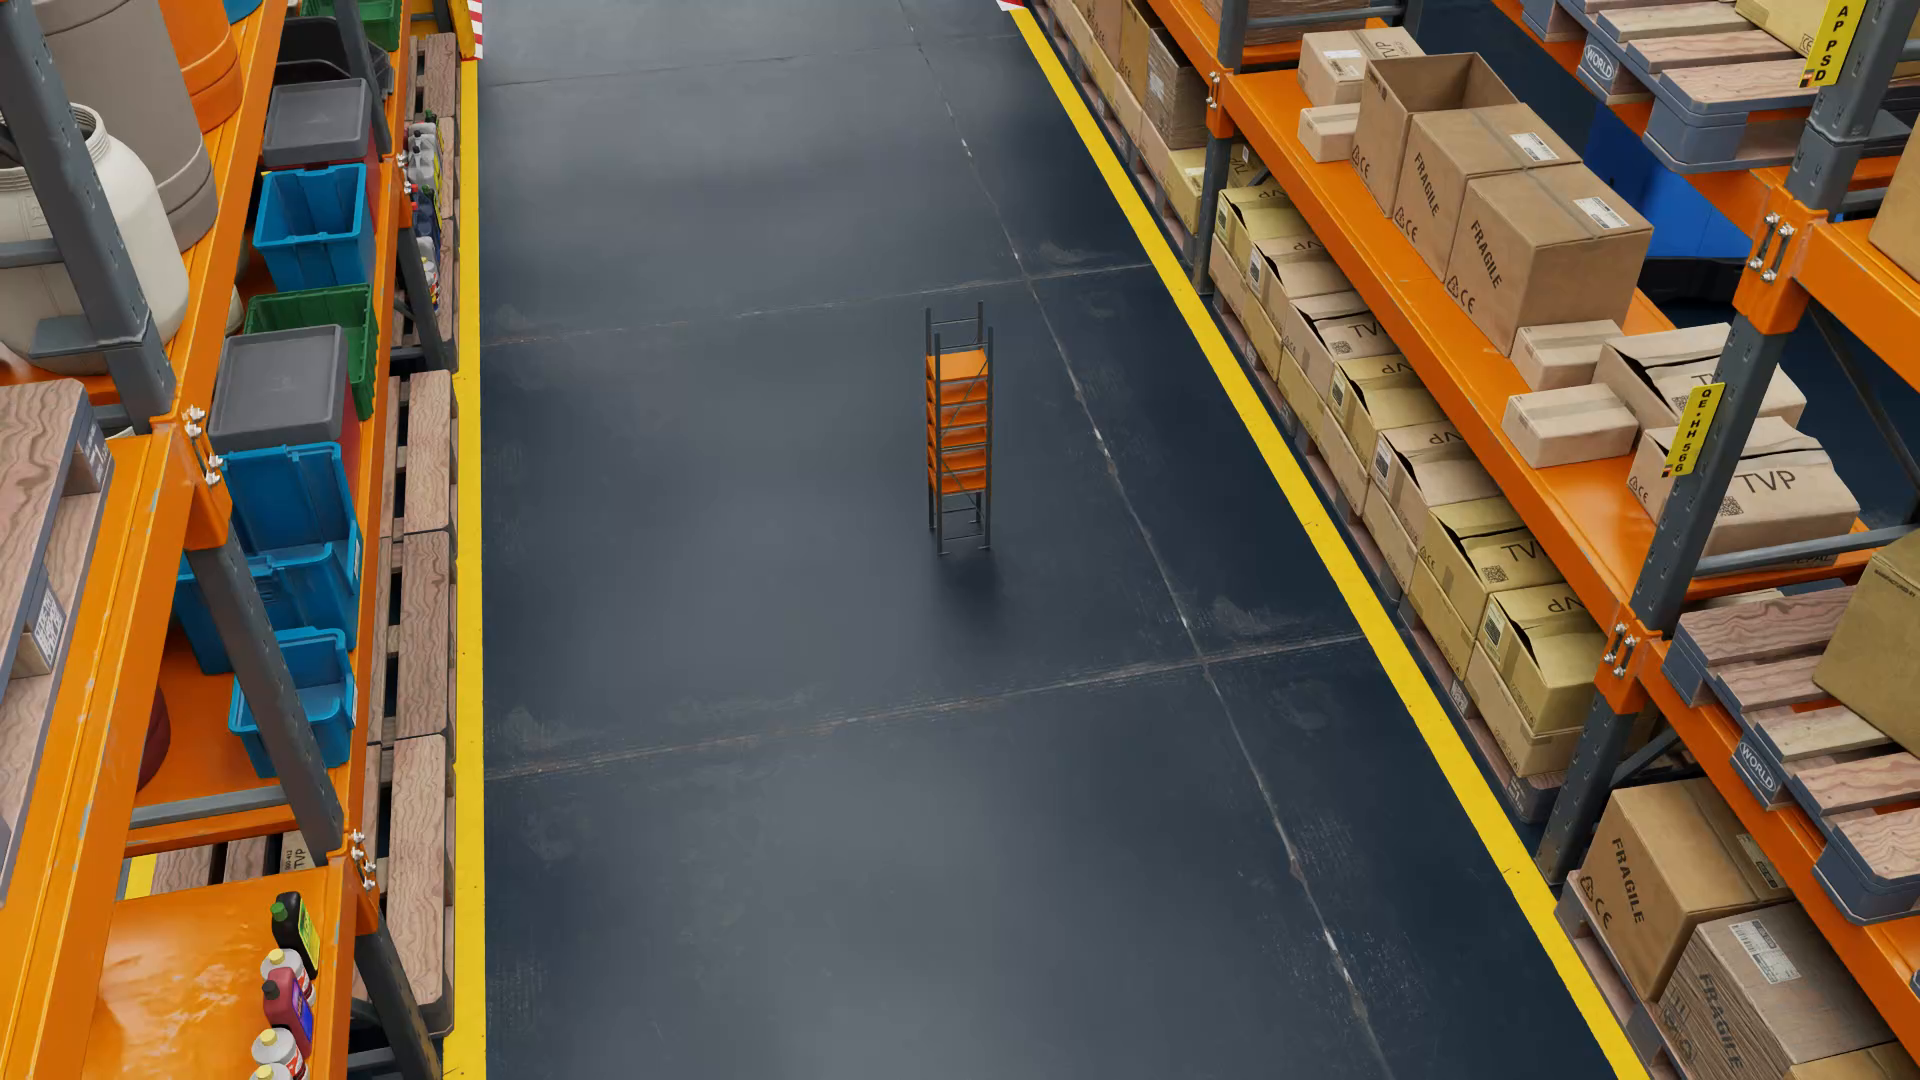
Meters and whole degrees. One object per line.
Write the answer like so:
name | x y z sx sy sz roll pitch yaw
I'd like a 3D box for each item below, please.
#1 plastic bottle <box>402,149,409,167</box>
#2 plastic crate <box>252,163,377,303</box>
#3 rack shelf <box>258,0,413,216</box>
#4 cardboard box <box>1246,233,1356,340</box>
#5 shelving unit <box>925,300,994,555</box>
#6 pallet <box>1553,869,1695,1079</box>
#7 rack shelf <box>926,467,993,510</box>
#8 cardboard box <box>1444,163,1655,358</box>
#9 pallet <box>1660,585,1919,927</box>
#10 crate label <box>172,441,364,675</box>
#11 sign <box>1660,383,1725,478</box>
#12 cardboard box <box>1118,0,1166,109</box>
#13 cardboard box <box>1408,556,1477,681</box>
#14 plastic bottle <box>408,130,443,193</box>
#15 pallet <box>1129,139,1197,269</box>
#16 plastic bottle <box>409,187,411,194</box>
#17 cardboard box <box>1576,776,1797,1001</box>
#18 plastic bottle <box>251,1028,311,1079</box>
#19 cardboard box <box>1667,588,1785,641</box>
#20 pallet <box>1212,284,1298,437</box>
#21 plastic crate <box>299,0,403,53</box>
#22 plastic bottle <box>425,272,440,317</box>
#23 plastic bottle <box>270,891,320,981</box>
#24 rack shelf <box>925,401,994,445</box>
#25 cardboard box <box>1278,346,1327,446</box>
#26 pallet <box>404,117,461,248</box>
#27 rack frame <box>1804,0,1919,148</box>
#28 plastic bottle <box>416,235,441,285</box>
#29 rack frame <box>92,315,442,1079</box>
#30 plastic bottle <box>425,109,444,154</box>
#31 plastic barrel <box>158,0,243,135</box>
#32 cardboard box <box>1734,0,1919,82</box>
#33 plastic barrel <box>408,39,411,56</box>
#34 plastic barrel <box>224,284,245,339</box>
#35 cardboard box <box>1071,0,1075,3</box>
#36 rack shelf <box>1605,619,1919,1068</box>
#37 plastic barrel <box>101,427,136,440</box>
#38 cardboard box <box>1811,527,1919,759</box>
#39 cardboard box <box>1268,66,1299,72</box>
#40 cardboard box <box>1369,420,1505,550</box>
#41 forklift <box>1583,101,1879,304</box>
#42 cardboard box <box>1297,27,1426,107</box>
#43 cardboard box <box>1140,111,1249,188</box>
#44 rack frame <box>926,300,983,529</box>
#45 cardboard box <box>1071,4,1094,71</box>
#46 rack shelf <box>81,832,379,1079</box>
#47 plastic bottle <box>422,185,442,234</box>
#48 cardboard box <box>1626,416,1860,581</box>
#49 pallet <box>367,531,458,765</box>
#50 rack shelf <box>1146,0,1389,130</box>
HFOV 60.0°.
plastic bottle | -3.167 -2.141 9.460 0.097 0.201 0.097 0 42 0
plastic crate | -2.526 -1.168 6.600 0.392 0.384 0.575 -8 42 -9
rack shelf | -3.500 -2.872 9.050 1.077 0.370 4.000 -8 42 -9
cardboard box | 1.718 -1.262 8.026 0.500 0.311 0.500 -9 42 -10
shelving unit | -0.003 -0.458 7.144 0.258 1.200 0.189 -8 42 -9
pallet | 2.757 1.573 5.601 1.003 0.211 1.213 -8 42 -9
rack shelf | -0.003 -0.245 7.333 0.258 0.103 0.180 -8 42 -9
cardboard box | 2.255 -1.082 6.416 0.500 0.500 0.500 -10 43 -12
pallet | 2.848 0.542 4.806 1.213 0.211 1.003 -8 42 -9
crate label | -2.155 0.052 5.187 0.502 0.435 0.616 -8 42 -9
sign | 2.092 -0.311 4.750 0.100 0.325 0.005 -8 42 -9
cardboard box | 1.248 -2.880 9.707 0.500 0.500 0.500 -8 42 -9
cardboard box | 2.166 0.272 6.720 0.500 0.250 0.500 -9 42 -10
plastic bottle | -3.010 -2.120 9.324 0.144 0.351 0.185 -7 42 -8
pallet | 1.639 -2.031 9.660 1.003 0.211 1.213 -8 42 -9
plastic bottle | -2.946 -1.784 9.006 0.097 0.271 0.097 0 42 0
cardboard box | 2.452 1.147 5.532 0.500 0.500 0.500 -7 42 -7
plastic bottle | -1.644 1.250 4.013 0.097 0.201 0.097 0 42 0
cardboard box | 2.807 0.321 6.243 0.500 0.311 0.500 -7 42 -8
pallet | 1.967 -1.037 8.541 1.003 0.211 1.213 -8 42 -9
plastic crate | -3.085 -2.686 8.458 0.450 0.188 0.662 -8 42 -9
plastic bottle | -2.709 -1.258 8.414 0.097 0.271 0.097 0 42 0
plastic bottle | -1.701 0.993 4.242 0.061 0.283 0.133 -8 42 -9
rack shelf | -0.003 -0.515 7.094 0.258 0.103 0.180 -8 42 -9
cardboard box | 1.838 -0.717 7.835 0.500 0.250 0.500 -10 42 -11
pallet | -3.439 -2.036 9.666 1.003 0.211 1.213 -8 42 -9
rack frame | 2.633 -2.203 3.235 1.000 3.000 0.127 -8 42 -9
plastic bottle | -2.805 -1.466 8.644 0.152 0.276 0.135 -7 42 -8
rack frame | -2.205 0.748 4.430 1.000 3.000 0.127 -8 42 -9
plastic bottle | -3.064 -2.386 9.674 0.061 0.283 0.133 -7 42 -8
plastic barrel | -2.311 -1.522 4.404 0.600 0.830 0.708 -8 42 -9
cardboard box | 2.480 -1.468 4.463 0.500 0.250 0.500 -11 43 -12
plastic barrel | -3.715 -3.249 10.490 0.421 0.512 0.421 0 42 0
plastic barrel | -2.932 -0.913 6.405 0.301 0.262 0.301 0 42 0
cardboard box | 0.914 -3.851 10.800 0.500 0.500 0.500 -8 42 -9
rack shelf | 3.065 1.606 4.005 1.077 0.370 4.000 -8 42 -9
plastic barrel | -2.726 -0.203 5.417 0.421 0.512 0.421 0 42 0
cardboard box | 2.879 0.238 4.612 0.700 0.500 0.500 -22 46 -23
cardboard box | 1.975 -2.307 9.061 0.500 0.500 0.500 -8 42 -9
cardboard box | 2.055 -0.266 6.904 0.500 0.311 0.500 -9 42 -10
forklift | 5.018 -2.675 8.338 3.031 2.935 1.130 1 42 1
cardboard box | 1.918 -2.183 7.845 0.500 0.250 0.500 -6 42 -7
cardboard box | 1.358 -2.276 9.591 0.500 0.250 0.500 -8 42 -9
rack frame | -0.023 -0.517 7.211 0.240 1.200 0.006 -8 42 -9
cardboard box | 1.024 -3.246 10.684 0.500 0.250 0.500 -8 42 -9
rack shelf | -1.773 2.313 3.208 1.077 0.370 4.000 -8 42 -9
plastic bottle | -2.873 -1.812 9.028 0.061 0.283 0.133 -7 42 -7
cardboard box | 2.597 -0.168 5.529 0.500 0.311 0.500 -6 42 -7
pallet | -2.594 0.494 6.816 1.003 0.211 1.213 -8 42 -9
rack shelf | 1.338 -3.580 9.847 1.077 0.370 4.000 -8 42 -9
